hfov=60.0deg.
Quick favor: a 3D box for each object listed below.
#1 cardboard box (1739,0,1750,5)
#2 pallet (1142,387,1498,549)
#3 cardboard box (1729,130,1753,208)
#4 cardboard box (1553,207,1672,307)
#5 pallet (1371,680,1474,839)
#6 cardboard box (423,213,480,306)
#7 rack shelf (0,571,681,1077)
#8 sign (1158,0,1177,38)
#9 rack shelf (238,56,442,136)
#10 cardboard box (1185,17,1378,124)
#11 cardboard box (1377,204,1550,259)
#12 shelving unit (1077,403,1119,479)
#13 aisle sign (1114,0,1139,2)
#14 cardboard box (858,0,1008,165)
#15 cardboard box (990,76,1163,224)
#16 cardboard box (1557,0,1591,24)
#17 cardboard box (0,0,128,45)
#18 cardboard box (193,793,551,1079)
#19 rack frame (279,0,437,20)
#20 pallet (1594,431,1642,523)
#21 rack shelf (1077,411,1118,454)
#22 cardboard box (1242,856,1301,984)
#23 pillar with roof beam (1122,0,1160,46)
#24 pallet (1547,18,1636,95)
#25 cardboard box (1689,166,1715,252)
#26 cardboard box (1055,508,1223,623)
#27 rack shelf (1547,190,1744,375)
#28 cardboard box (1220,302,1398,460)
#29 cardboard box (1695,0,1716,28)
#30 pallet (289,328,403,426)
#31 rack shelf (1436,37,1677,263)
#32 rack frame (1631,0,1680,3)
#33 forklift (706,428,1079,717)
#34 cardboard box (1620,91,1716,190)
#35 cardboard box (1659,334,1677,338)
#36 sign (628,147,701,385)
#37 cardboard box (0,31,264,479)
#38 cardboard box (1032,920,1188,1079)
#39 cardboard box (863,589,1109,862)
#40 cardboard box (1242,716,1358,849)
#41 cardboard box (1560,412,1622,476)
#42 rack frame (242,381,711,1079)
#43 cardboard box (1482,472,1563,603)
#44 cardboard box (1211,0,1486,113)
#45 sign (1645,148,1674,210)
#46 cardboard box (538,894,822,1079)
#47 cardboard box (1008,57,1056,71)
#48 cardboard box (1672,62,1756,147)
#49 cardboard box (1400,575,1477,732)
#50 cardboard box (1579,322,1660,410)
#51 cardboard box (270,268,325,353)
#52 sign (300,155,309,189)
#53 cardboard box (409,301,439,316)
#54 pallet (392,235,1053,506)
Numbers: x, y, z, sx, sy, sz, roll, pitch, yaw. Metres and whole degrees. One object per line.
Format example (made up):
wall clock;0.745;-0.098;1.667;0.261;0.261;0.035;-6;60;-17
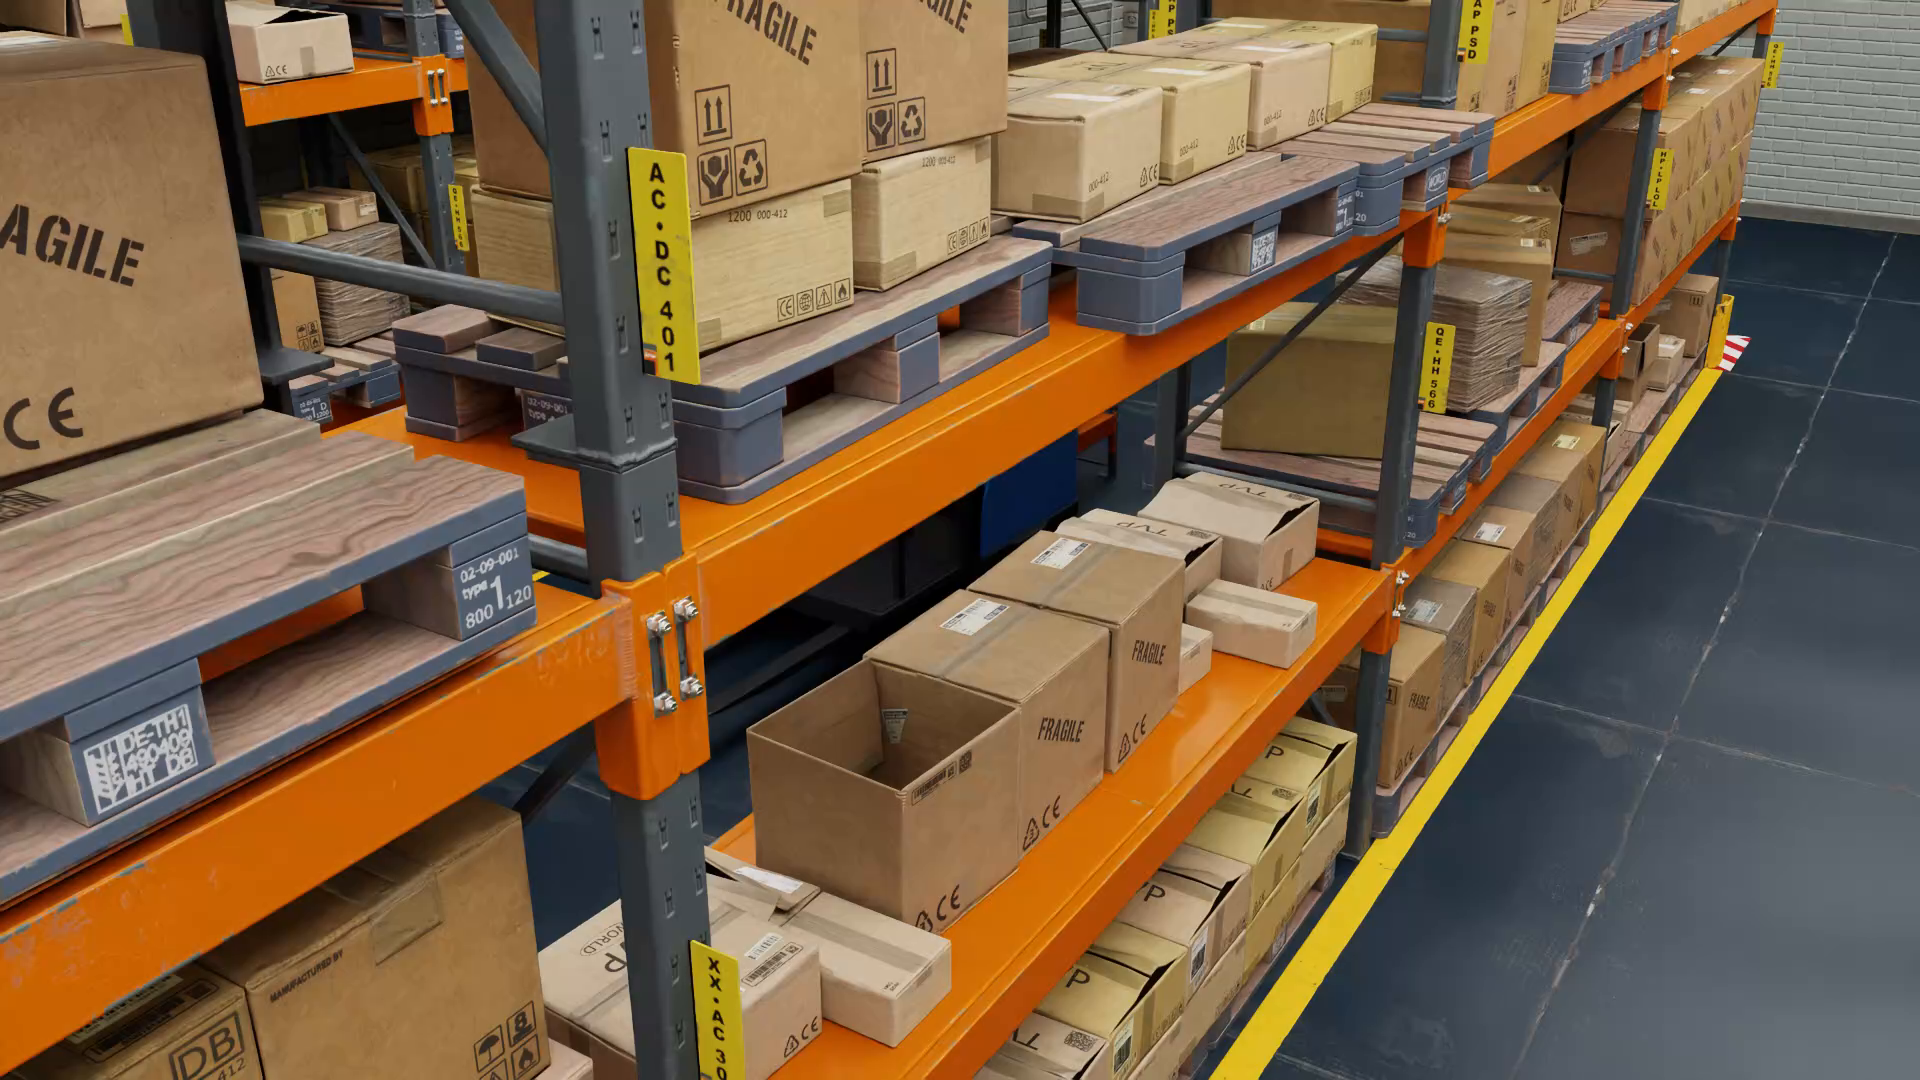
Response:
cardboard box;4.872;-3.637;10.789;0.500;0.250;0.500;14;27;29
pallet;1.523;-0.351;7.027;1.213;0.211;1.003;14;27;29
cardboard box;5.440;-2.734;12.163;0.500;0.500;0.500;15;27;31
cardboard box;3.835;-1.707;9.791;0.500;0.500;0.500;15;27;30
pallet;1.651;0.840;7.544;1.003;0.211;1.213;14;27;29
cardboard box;-2.512;-1.535;8.994;0.500;0.500;0.500;15;27;30
rack shelf;-1.940;0.783;1.296;1.077;0.370;4.000;14;27;29
sign;0.765;-1.924;5.992;0.100;0.325;0.005;14;27;29
rack shelf;-4.040;-1.604;6.809;1.077;0.370;4.000;14;27;29
cardboard box;1.033;-1.531;5.396;0.500;0.250;0.500;12;26;25
cardboard box;2.586;-1.426;8.614;0.700;0.500;0.500;19;30;37
shelving unit;0.499;-0.801;10.184;0.538;1.125;1.048;15;28;31
aisle sign;1.527;-5.087;14.453;0.394;0.787;0.004;14;27;29
cardboard box;-0.245;-1.087;3.426;0.500;0.500;0.500;17;29;34
cardboard box;0.176;-0.979;4.120;0.500;0.250;0.500;11;26;25
cardboard box;2.673;-2.822;7.937;0.600;0.600;0.600;14;27;28
cardboard box;-3.748;-2.248;7.235;0.797;0.503;0.637;18;29;36
cardboard box;-1.114;0.664;2.681;0.700;0.500;0.500;14;27;29
rack frame;-2.985;-3.986;7.630;1.000;3.000;0.127;14;27;29
pallet;3.698;-0.498;10.634;1.003;0.211;1.213;14;27;29
rack shelf;0.499;-0.576;10.281;0.538;0.278;1.000;15;28;31
cardboard box;0.886;1.277;5.958;0.500;0.250;0.500;14;27;28
pillar with roof beam;5.581;-6.876;14.307;9.100;9.000;0.400;14;27;29
pallet;2.387;-2.280;7.702;1.213;0.211;1.003;14;27;29
cardboard box;4.635;-2.220;10.978;0.500;0.500;0.500;13;27;28
cardboard box;0.589;0.106;5.841;0.500;0.311;0.500;14;27;28
rack shelf;4.390;-1.891;11.247;1.077;0.370;4.000;14;27;29
cardboard box;1.461;-0.671;6.869;0.700;0.500;0.500;5;24;11
cardboard box;4.069;-3.134;9.626;0.500;0.250;0.500;14;27;29
pallet;-3.271;-0.882;8.253;1.213;0.211;1.003;14;27;29
rack shelf;2.280;-1.917;7.533;1.077;0.370;4.000;14;27;29
rack frame;3.335;-4.299;8.353;1.000;3.000;0.127;14;27;29
forklift;-0.561;-0.930;8.208;1.130;2.935;3.031;15;28;31
cardboard box;4.366;-2.498;10.361;0.500;0.500;0.500;13;27;27
cardboard box;5.077;-1.445;12.324;0.380;0.166;0.250;14;27;29
sign;-0.413;-0.380;2.326;0.100;0.325;0.005;14;27;29
cardboard box;-1.375;-0.410;2.316;0.500;0.500;0.500;16;28;33
cardboard box;0.354;1.360;5.060;0.500;0.311;0.500;15;27;30
cardboard box;0.076;0.506;4.680;0.500;0.500;0.500;14;27;29
cardboard box;1.158;0.844;6.250;0.500;0.311;0.500;15;27;30
cardboard box;3.740;-0.610;10.214;0.500;0.311;0.500;14;27;29
rack frame;-0.885;1.154;3.308;1.000;3.000;0.127;14;27;29
cardboard box;2.785;-0.040;8.659;0.500;0.500;0.500;14;27;30
cardboard box;1.426;-1.773;6.167;0.910;0.500;0.500;14;27;29
sign;3.808;-1.962;9.049;0.100;0.325;0.005;14;27;29
cardboard box;-0.662;1.048;3.743;0.500;0.250;0.500;16;28;32
cardboard box;0.600;-3.648;14.024;0.980;0.700;0.700;14;27;29
cardboard box;5.178;-3.022;11.571;0.500;0.500;0.500;15;27;30
cardboard box;1.979;0.478;7.463;0.500;0.500;0.500;13;27;27
cardboard box;4.322;-1.237;11.421;0.797;0.503;0.637;14;27;29
cardboard box;-3.497;-1.125;7.894;0.700;0.500;0.500;11;26;24
sign;-3.459;-1.879;8.858;0.100;0.325;0.005;14;27;29
cardboard box;-3.031;-1.290;9.245;0.380;0.149;0.250;14;27;30
pallet;-0.431;-0.435;3.444;0.805;0.209;1.217;13;26;27
